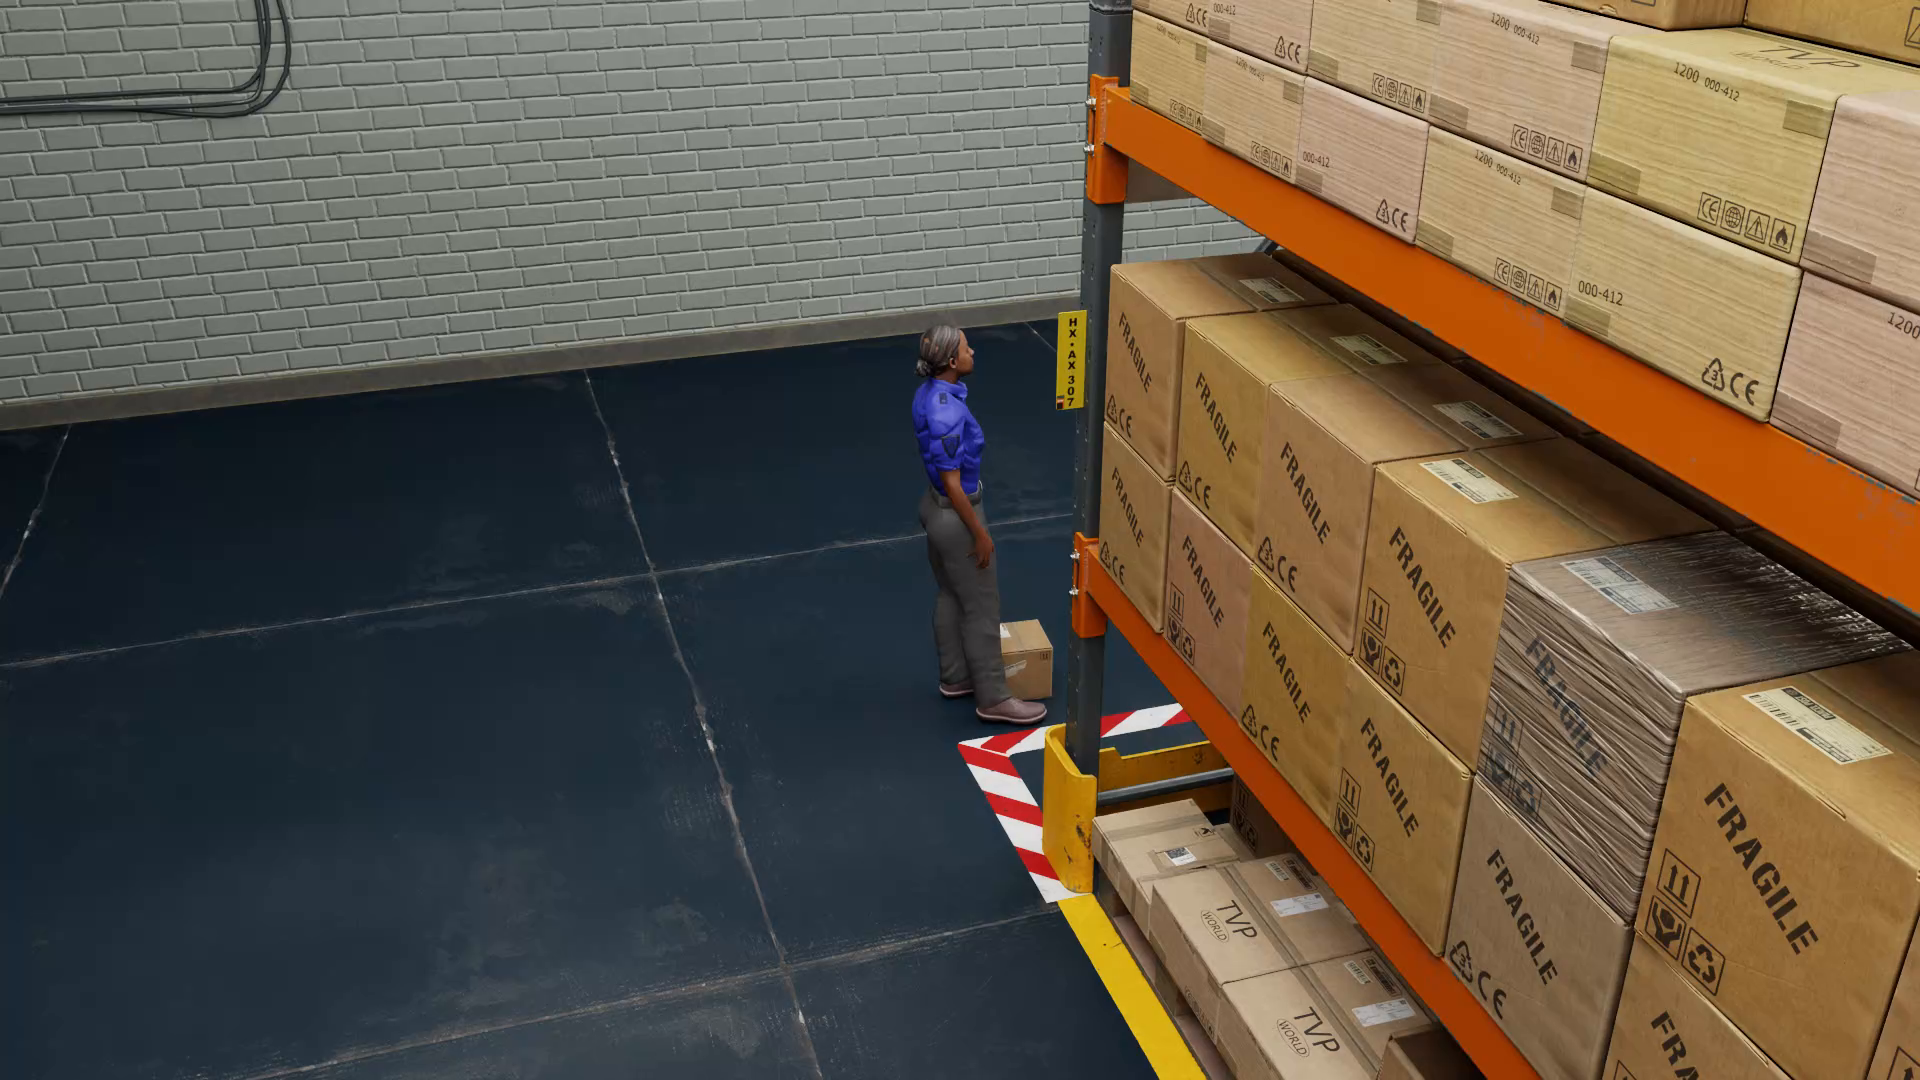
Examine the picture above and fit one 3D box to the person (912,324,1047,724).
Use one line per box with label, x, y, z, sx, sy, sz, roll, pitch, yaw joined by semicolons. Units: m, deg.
person;0.069;-0.079;6.760;0.502;1.657;0.570;-6;27;-11
